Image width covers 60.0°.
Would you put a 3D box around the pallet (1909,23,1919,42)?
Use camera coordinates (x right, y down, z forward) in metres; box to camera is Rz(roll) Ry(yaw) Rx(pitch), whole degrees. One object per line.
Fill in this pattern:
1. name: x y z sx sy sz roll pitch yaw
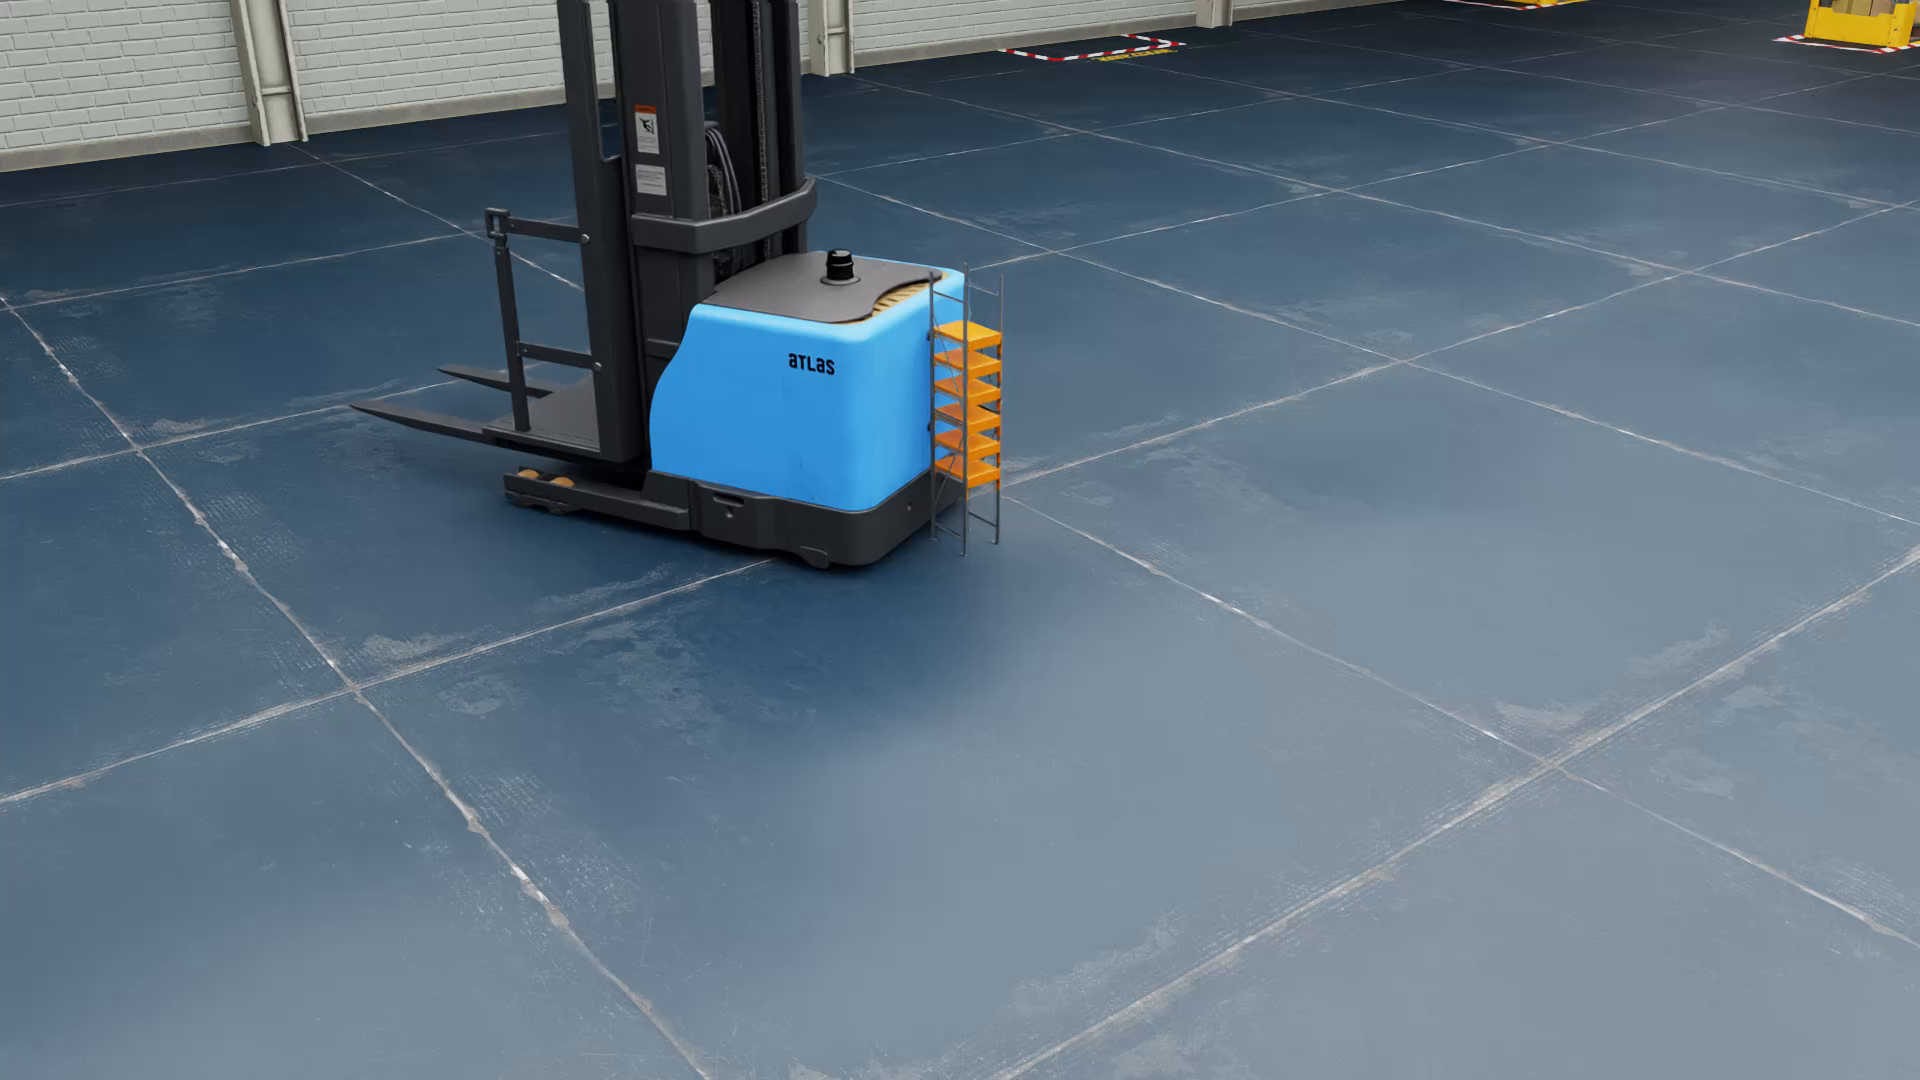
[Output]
1. pallet: 11.650 -6.483 20.967 1.213 0.211 1.003 -18 31 -34

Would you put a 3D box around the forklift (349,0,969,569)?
1. forklift: -1.497 -1.628 7.275 3.031 2.935 1.130 12 28 24

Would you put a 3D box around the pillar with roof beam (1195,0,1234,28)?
1. pillar with roof beam: 5.966 -9.380 16.771 0.400 9.000 9.100 -18 31 -34

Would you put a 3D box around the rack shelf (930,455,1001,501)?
1. rack shelf: 0.023 -0.276 7.096 0.180 0.103 0.258 -19 31 -35

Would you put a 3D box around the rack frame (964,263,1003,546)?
1. rack frame: 0.095 -0.559 7.028 0.006 1.200 0.240 -19 31 -35

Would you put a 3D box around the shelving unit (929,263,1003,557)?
1. shelving unit: 0.024 -0.534 6.976 0.189 1.200 0.258 -19 31 -35

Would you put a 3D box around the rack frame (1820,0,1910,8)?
1. rack frame: 11.074 -7.535 19.922 0.127 3.000 1.000 -18 31 -34

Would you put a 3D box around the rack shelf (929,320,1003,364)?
1. rack shelf: 0.024 -0.821 6.843 0.180 0.103 0.258 -19 31 -35

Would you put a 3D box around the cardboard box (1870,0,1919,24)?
1. cardboard box: 11.633 -6.544 20.554 0.500 0.250 0.500 -18 31 -34

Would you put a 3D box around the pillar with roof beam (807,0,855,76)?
1. pillar with roof beam: 1.245 -7.821 13.413 0.400 9.000 9.100 -18 31 -34

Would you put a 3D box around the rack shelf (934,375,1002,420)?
1. rack shelf: 0.024 -0.603 6.944 0.180 0.103 0.258 -19 31 -35

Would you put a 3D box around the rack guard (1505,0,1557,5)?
1. rack guard: 8.074 -8.061 24.025 0.348 0.500 1.175 -18 31 -34

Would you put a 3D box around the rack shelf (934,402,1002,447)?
1. rack shelf: 0.024 -0.494 6.995 0.180 0.103 0.258 -19 31 -35

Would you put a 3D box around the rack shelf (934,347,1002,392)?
1. rack shelf: 0.024 -0.712 6.894 0.180 0.103 0.258 -19 31 -35

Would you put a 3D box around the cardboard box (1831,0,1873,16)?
1. cardboard box: 11.314 -6.715 20.924 0.500 0.250 0.500 -18 31 -34

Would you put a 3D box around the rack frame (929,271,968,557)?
1. rack frame: -0.047 -0.510 6.924 0.006 1.200 0.240 -19 31 -35

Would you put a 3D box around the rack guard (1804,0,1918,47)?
1. rack guard: 11.055 -6.395 20.435 0.348 0.500 1.175 -18 31 -34

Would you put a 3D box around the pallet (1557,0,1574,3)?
1. pallet: 8.735 -8.129 24.515 1.213 0.211 1.003 -18 31 -34

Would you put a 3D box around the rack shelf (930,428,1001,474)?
1. rack shelf: 0.024 -0.385 7.045 0.180 0.103 0.258 -19 31 -35

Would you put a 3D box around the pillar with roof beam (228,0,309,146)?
1. pillar with roof beam: -3.477 -6.263 10.054 0.400 9.000 9.100 -18 31 -34
